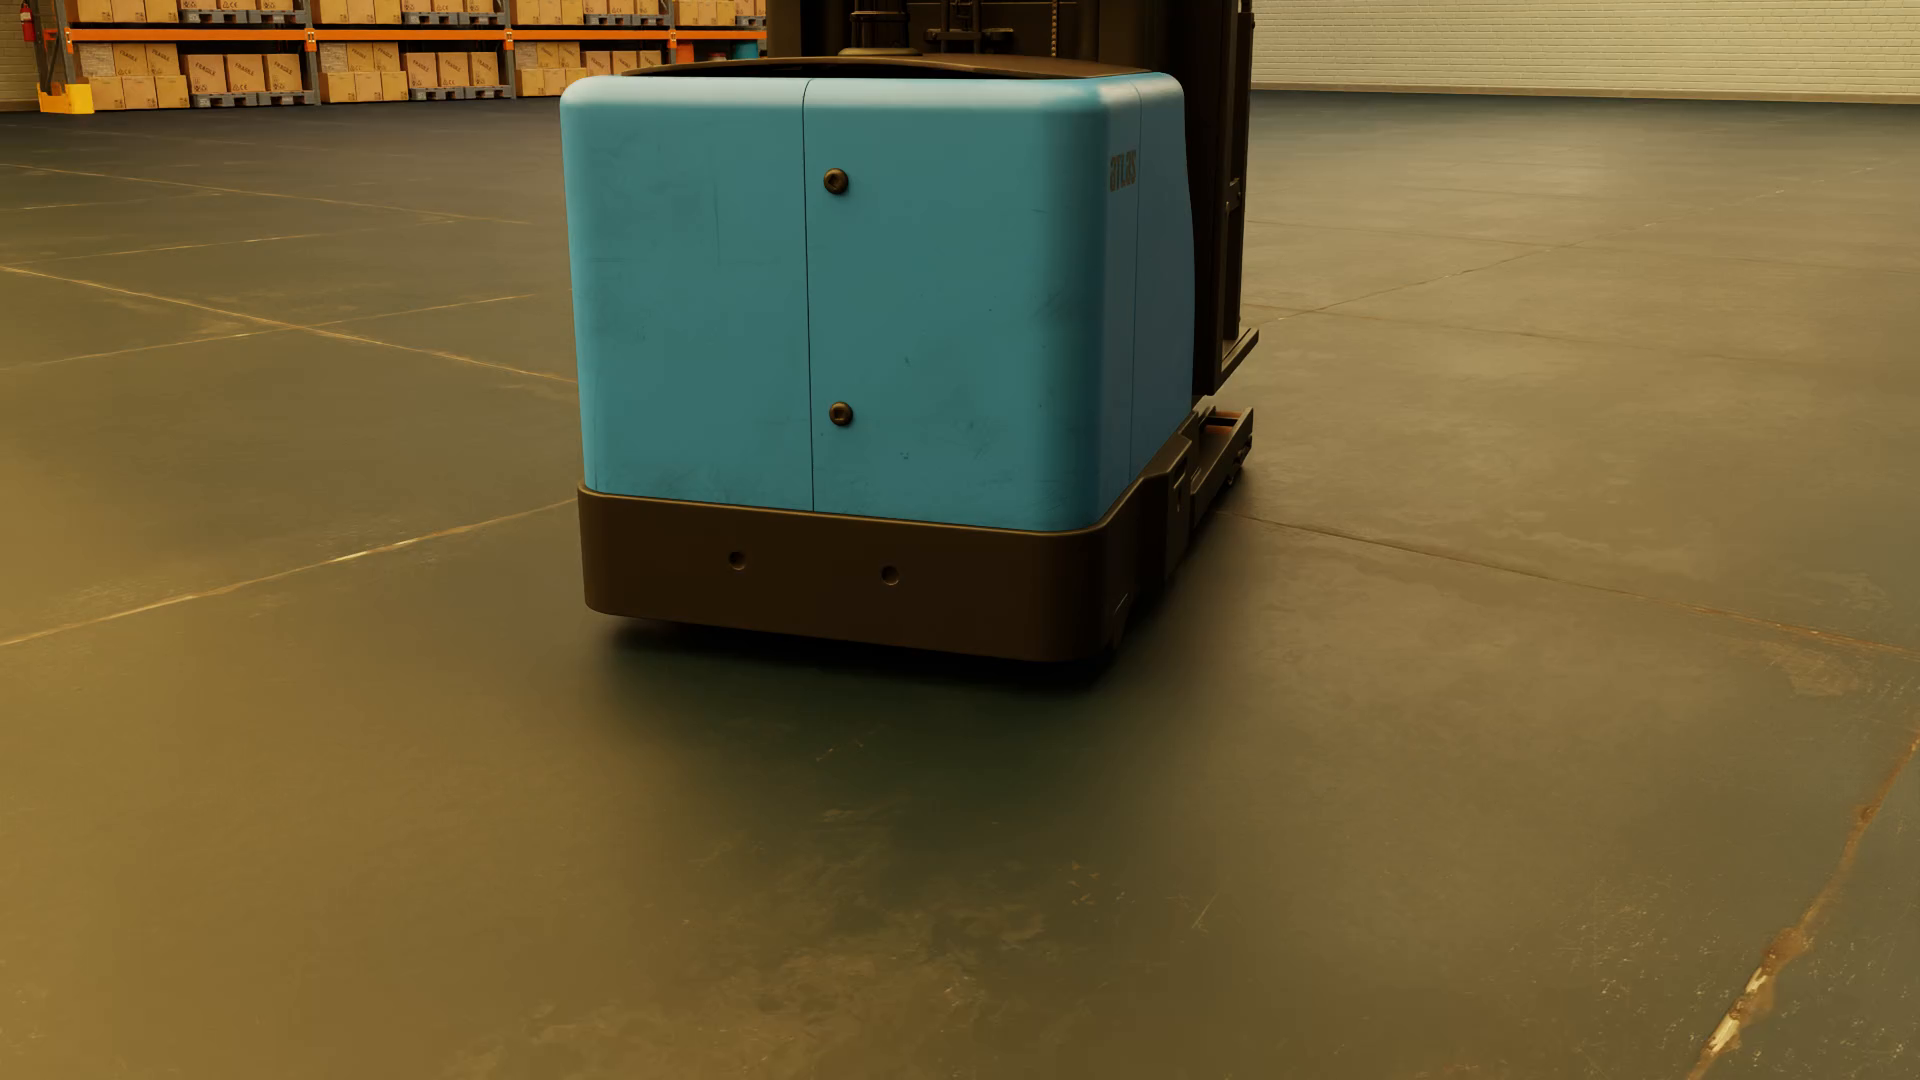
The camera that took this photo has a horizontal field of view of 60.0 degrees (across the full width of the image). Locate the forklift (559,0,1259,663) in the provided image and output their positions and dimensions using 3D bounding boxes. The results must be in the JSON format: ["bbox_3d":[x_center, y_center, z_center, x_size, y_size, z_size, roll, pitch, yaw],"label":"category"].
[{"bbox_3d":[0.182,-1.571,4.072,1.130,2.935,3.031,5,18,17],"label":"forklift"}]
